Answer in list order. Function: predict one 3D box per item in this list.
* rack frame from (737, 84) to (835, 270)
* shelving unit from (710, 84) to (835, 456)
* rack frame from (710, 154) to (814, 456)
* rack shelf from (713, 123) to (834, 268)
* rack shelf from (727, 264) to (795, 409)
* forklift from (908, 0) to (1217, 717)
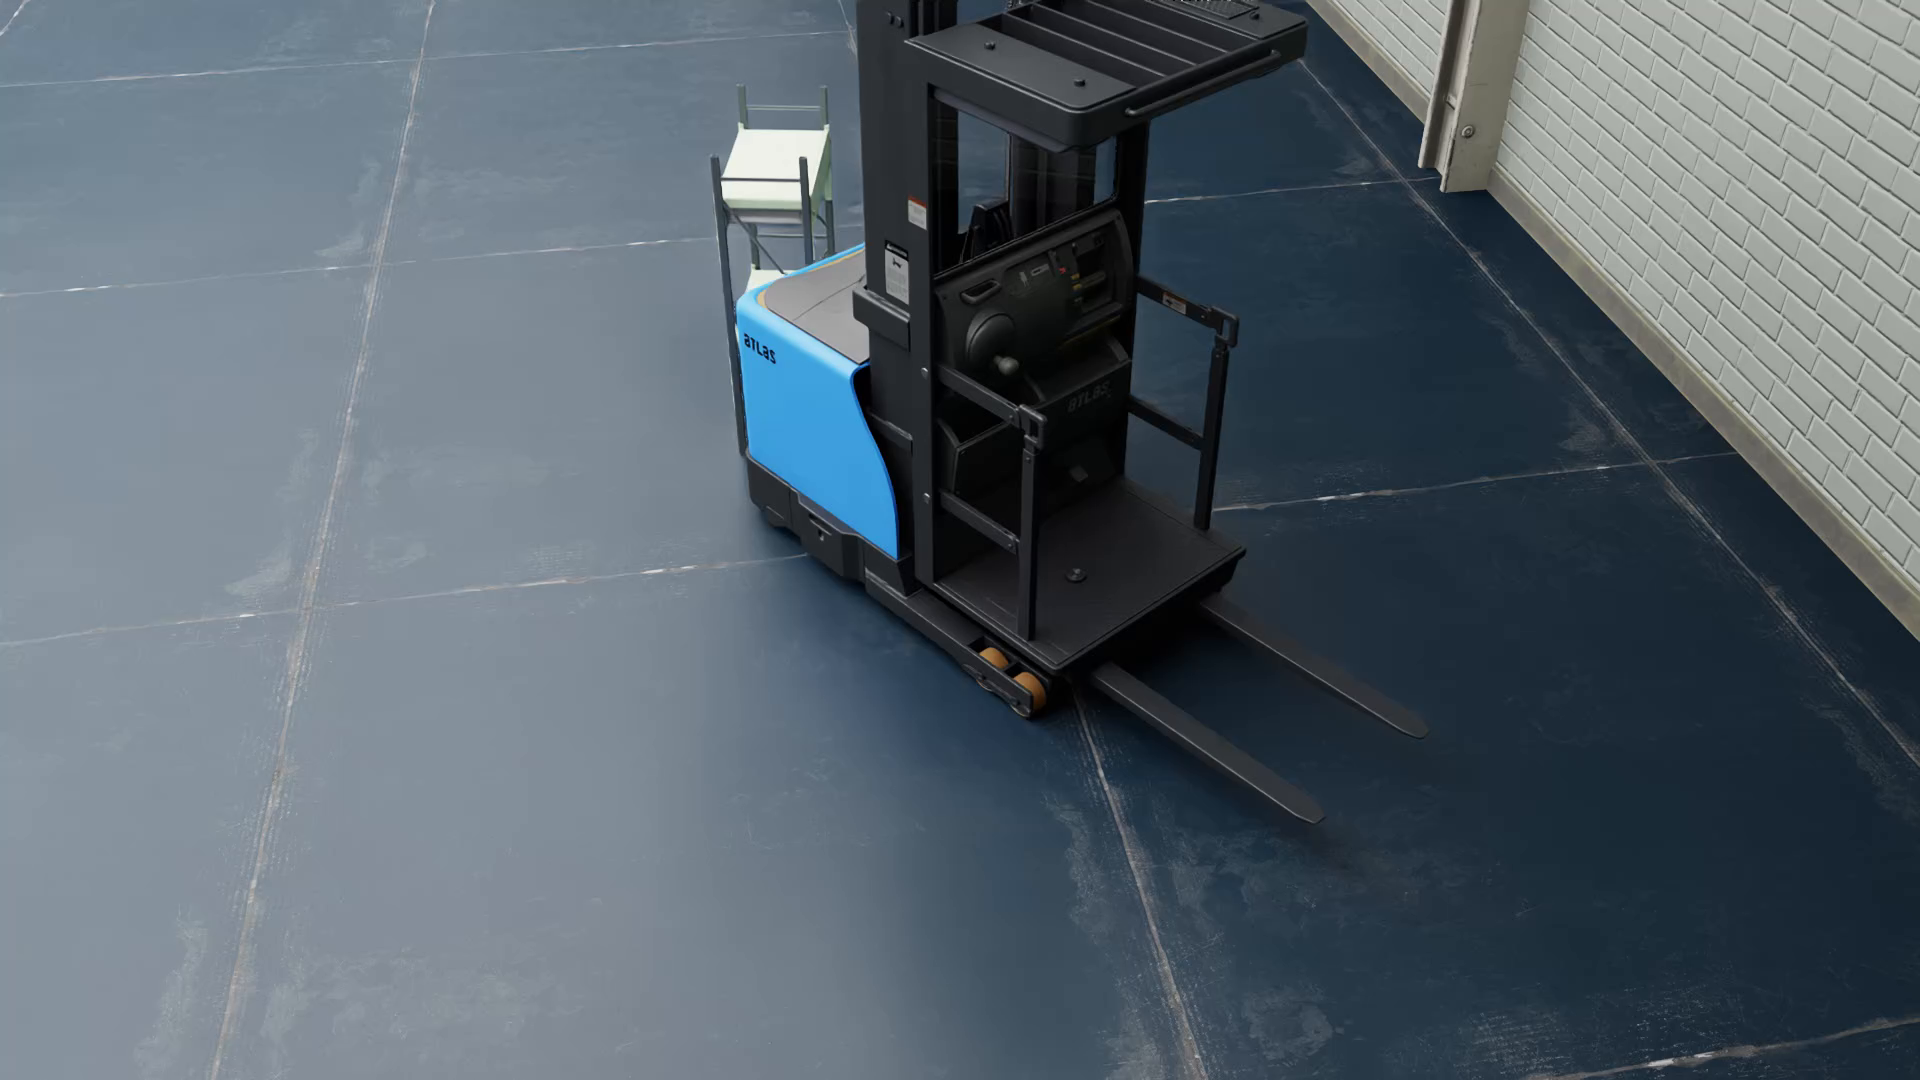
[{"bbox_3d":[-0.795,-1.433,7.871,0.400,1.500,0.023,2,38,2],"label":"rack frame"},{"bbox_3d":[-0.811,-1.208,7.583,0.431,1.500,0.755,2,38,2],"label":"shelving unit"},{"bbox_3d":[-0.828,-0.984,7.294,0.400,1.500,0.023,2,38,2],"label":"rack frame"},{"bbox_3d":[-0.811,-1.516,7.343,0.431,0.370,0.720,2,38,2],"label":"rack shelf"},{"bbox_3d":[-0.811,-0.951,7.783,0.431,0.370,0.720,2,38,2],"label":"rack shelf"},{"bbox_3d":[0.428,-0.837,5.938,1.121,2.935,3.031,-29,46,-32],"label":"forklift"}]
